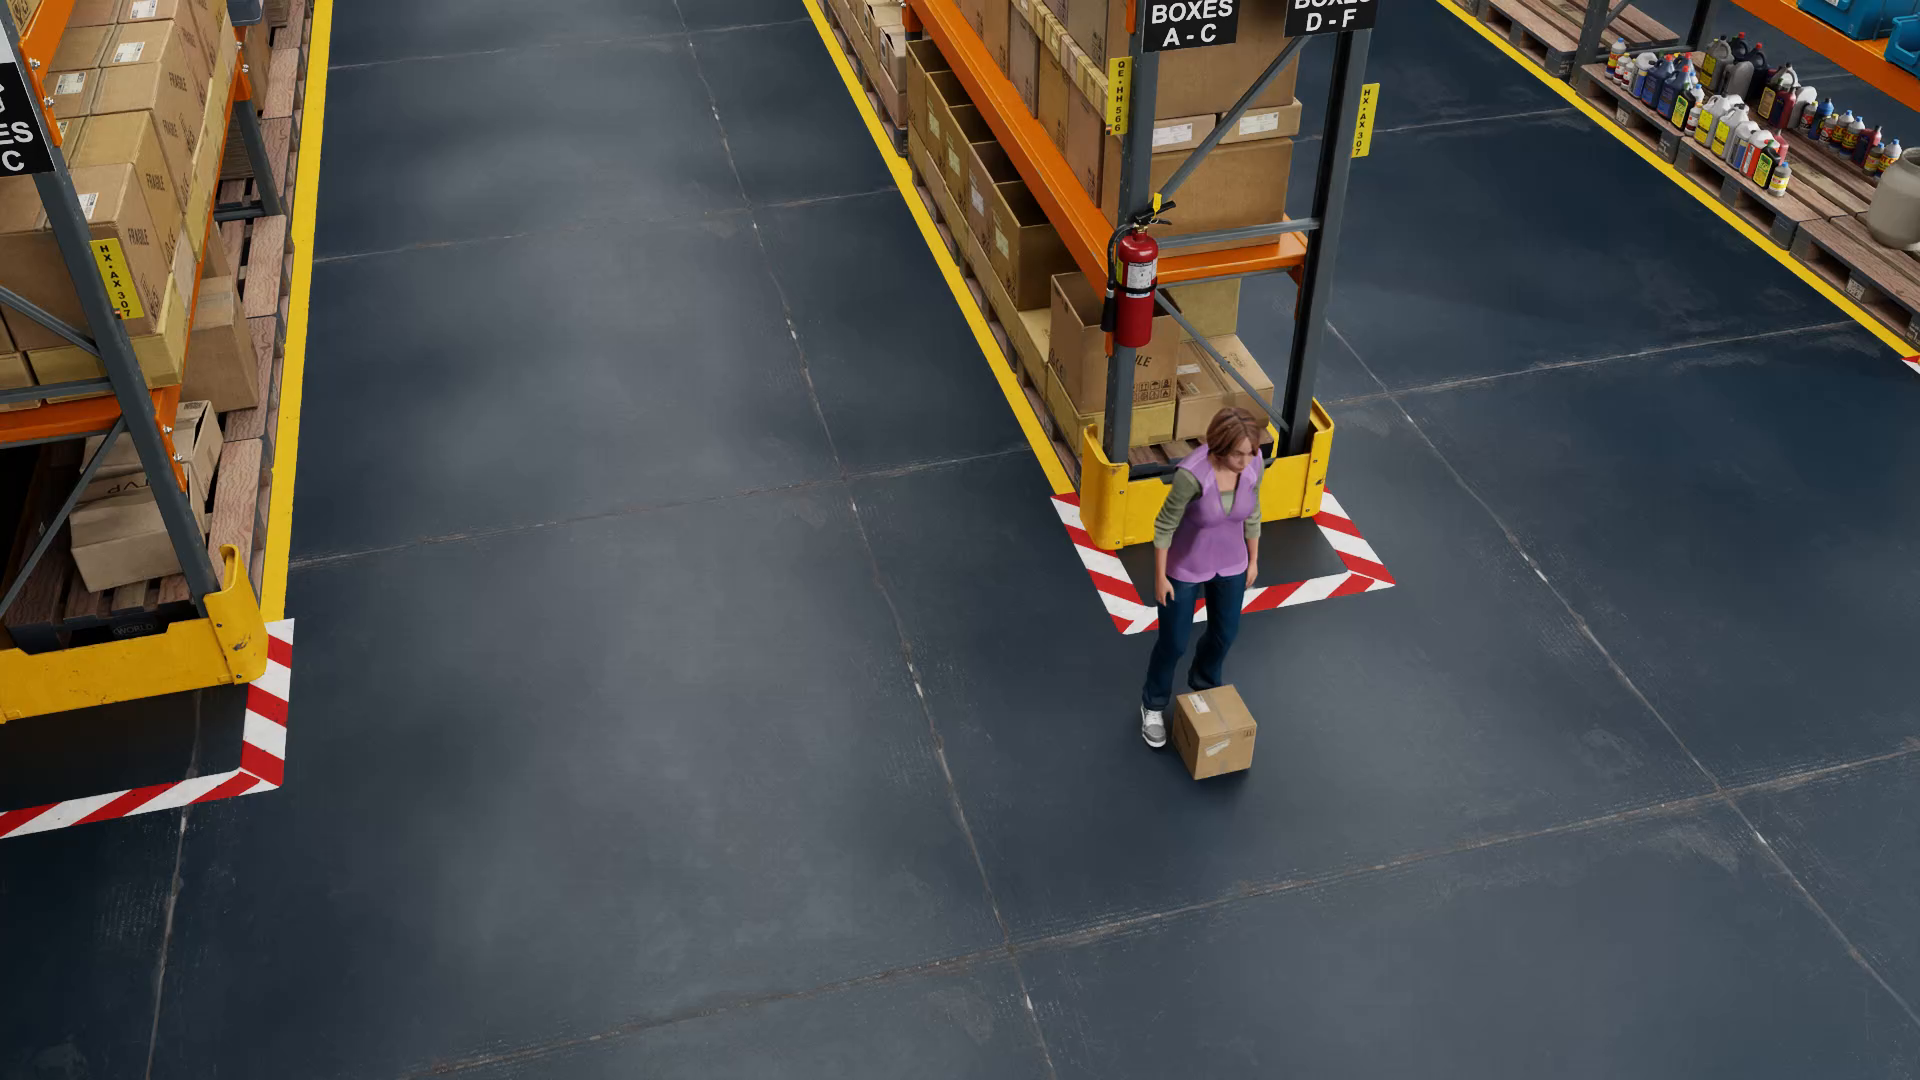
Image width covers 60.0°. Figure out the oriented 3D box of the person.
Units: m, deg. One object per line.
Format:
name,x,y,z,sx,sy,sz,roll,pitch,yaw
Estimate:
person,0.967,0.122,6.572,0.472,1.590,0.347,-11,40,-14
